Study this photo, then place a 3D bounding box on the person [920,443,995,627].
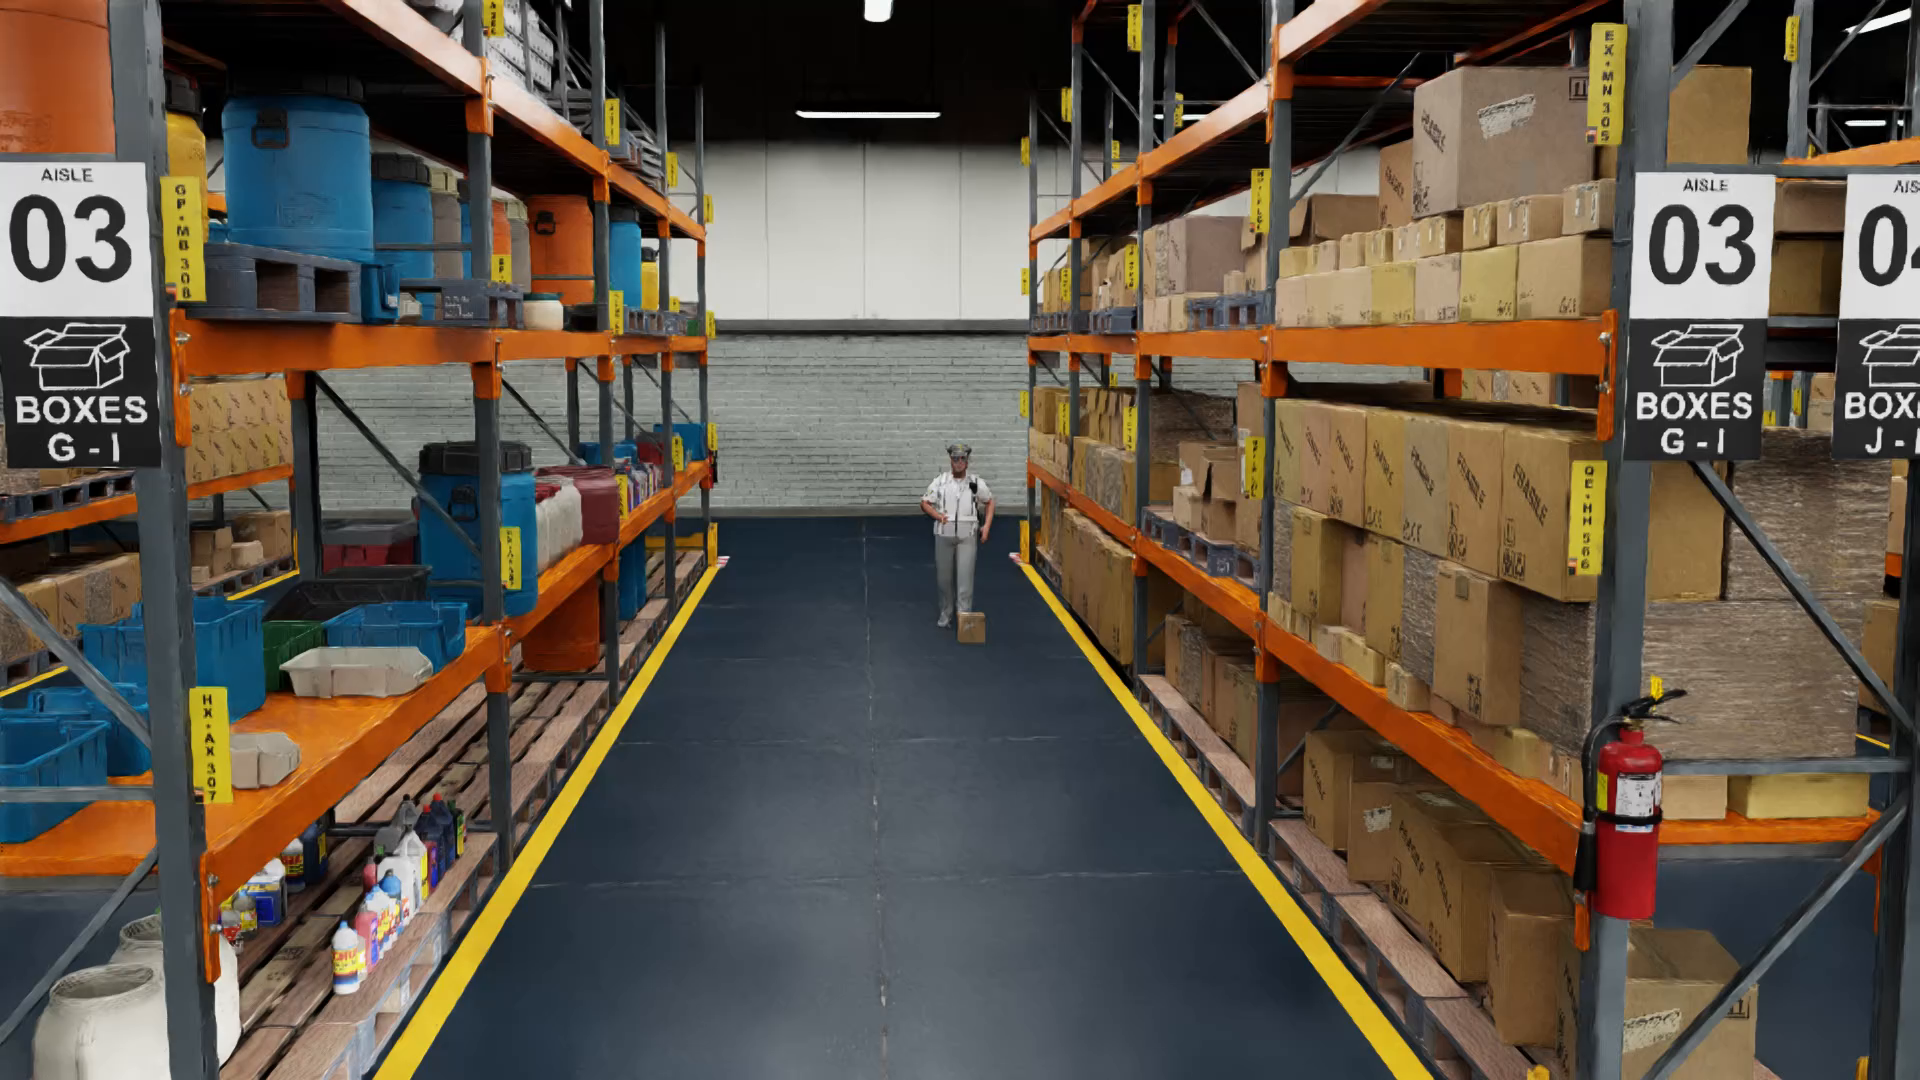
[{"bbox_3d":[-0.026,-0.018,15.750,0.710,1.781,0.750,0,7,1],"label":"person"}]
